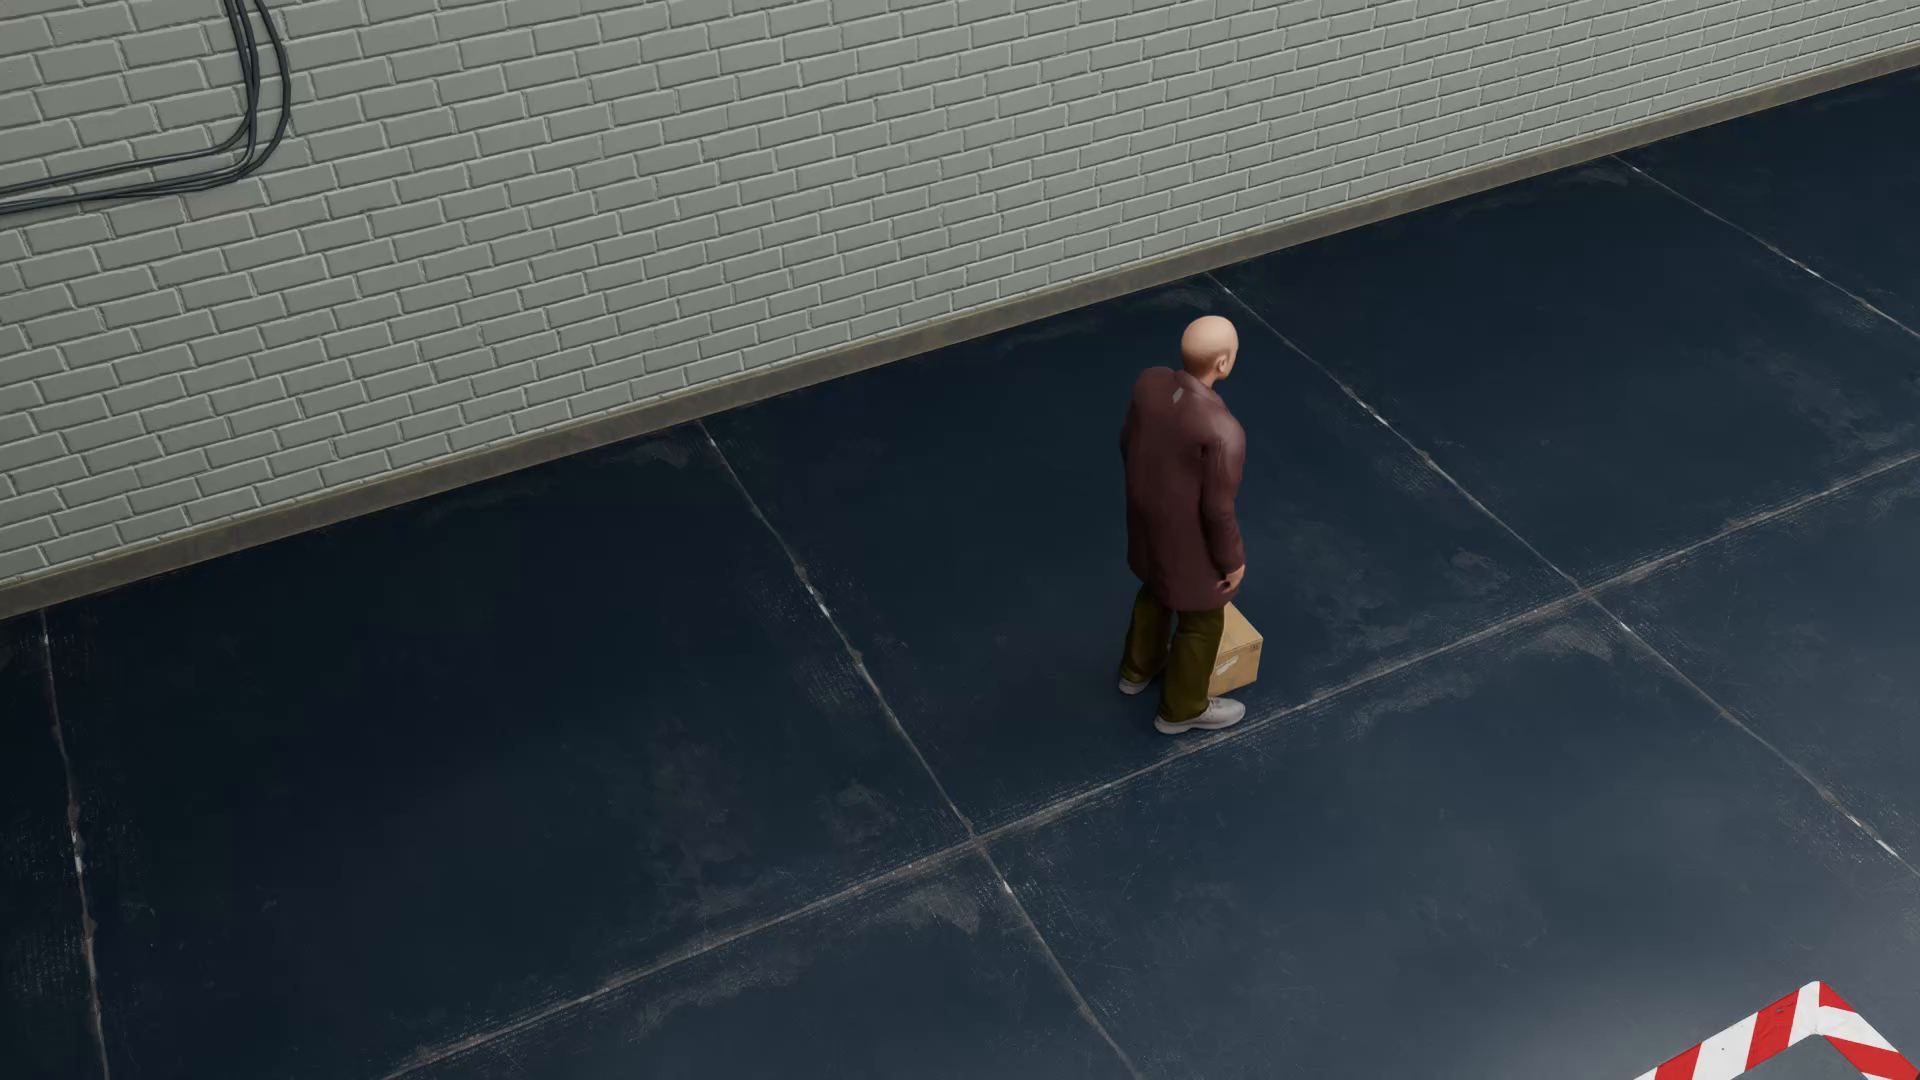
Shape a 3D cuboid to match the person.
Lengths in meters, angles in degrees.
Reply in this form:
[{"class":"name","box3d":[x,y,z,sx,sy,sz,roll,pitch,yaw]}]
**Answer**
[{"class":"person","box3d":[0.834,-0.052,6.231,0.429,1.772,0.647,-21,45,-23]}]
